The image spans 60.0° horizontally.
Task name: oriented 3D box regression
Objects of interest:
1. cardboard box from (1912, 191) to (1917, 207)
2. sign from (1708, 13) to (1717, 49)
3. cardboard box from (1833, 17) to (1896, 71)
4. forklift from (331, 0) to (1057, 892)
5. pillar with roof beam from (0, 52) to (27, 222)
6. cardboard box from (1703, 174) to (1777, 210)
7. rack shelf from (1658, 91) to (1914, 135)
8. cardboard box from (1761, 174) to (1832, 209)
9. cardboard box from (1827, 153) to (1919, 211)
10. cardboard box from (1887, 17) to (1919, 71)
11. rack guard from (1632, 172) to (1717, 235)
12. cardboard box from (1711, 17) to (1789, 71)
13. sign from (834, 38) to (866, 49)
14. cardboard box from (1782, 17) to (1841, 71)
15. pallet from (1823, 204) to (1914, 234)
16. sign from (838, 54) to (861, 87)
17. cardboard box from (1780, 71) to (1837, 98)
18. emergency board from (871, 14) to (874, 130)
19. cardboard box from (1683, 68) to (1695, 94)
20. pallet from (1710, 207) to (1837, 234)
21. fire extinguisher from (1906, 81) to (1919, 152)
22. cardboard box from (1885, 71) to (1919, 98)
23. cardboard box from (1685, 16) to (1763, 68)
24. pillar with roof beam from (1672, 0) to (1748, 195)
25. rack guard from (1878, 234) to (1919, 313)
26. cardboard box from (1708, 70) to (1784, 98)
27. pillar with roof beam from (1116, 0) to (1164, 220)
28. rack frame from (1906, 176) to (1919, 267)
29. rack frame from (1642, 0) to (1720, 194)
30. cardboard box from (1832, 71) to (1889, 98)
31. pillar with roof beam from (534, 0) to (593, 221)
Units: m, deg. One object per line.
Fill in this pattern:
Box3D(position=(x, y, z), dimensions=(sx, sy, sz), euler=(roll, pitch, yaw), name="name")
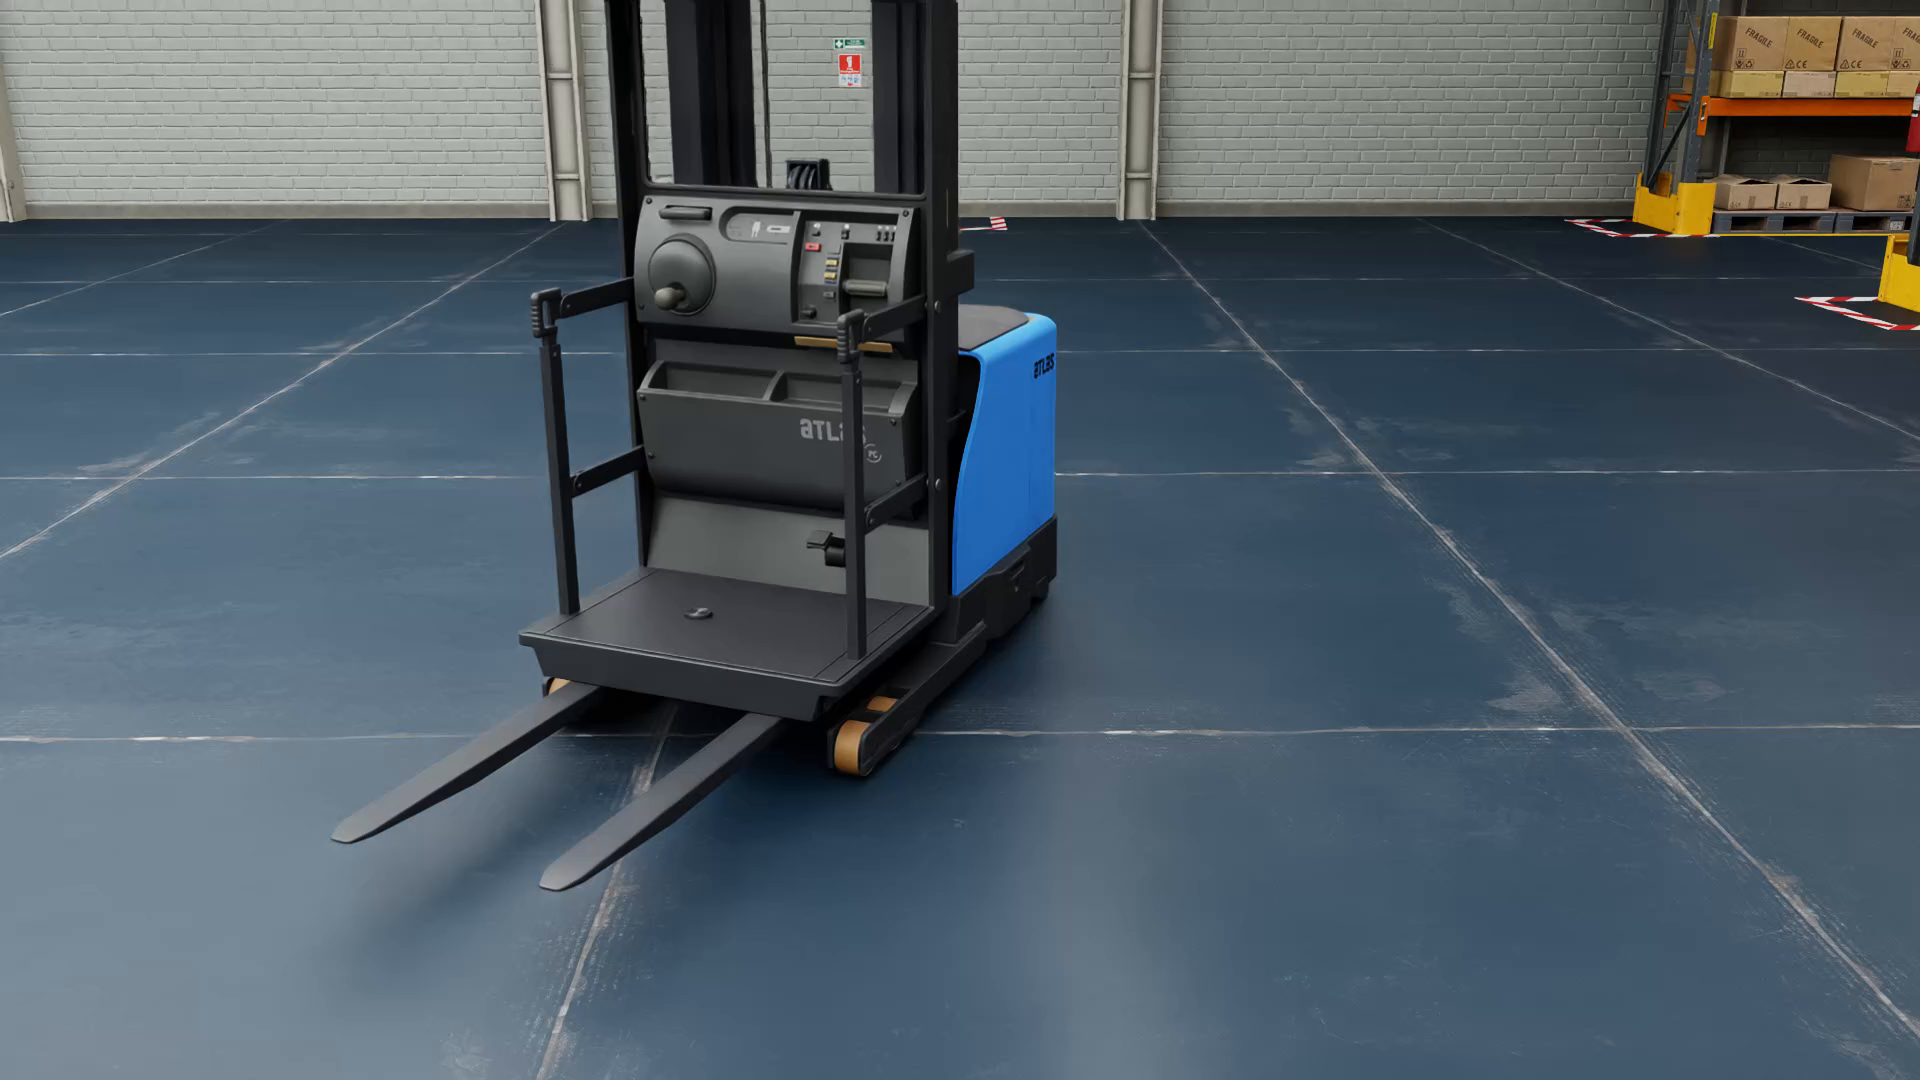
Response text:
Box3D(position=(9.589, -3.496, 16.981), dimensions=(0.250, 0.149, 0.380), euler=(-2, 18, -5), name="cardboard box")
Box3D(position=(7.198, -4.872, 15.909), dimensions=(0.005, 0.325, 0.100), euler=(0, 18, -1), name="sign")
Box3D(position=(8.682, -4.832, 16.184), dimensions=(0.500, 0.500, 0.500), euler=(-1, 18, -3), name="cardboard box")
Box3D(position=(-0.655, -0.846, 4.887), dimensions=(1.130, 2.935, 3.031), euler=(7, 19, 21), name="forklift")
Box3D(position=(-10.055, -6.349, 12.106), dimensions=(0.400, 9.000, 9.100), euler=(0, 18, -1), name="pillar with roof beam")
Box3D(position=(7.882, -3.531, 16.826), dimensions=(0.500, 0.311, 0.500), euler=(-2, 18, -7), name="cardboard box")
Box3D(position=(9.189, -4.293, 16.698), dimensions=(4.000, 0.370, 1.077), euler=(0, 18, -1), name="rack shelf")
Box3D(position=(8.452, -3.534, 16.834), dimensions=(0.500, 0.311, 0.500), euler=(1, 18, 4), name="cardboard box")
Box3D(position=(9.186, -3.612, 16.769), dimensions=(0.500, 0.500, 0.700), euler=(-1, 18, -4), name="cardboard box")
Box3D(position=(9.198, -4.838, 16.203), dimensions=(0.500, 0.500, 0.500), euler=(0, 18, 1), name="cardboard box")
Box3D(position=(7.265, -3.436, 16.941), dimensions=(0.348, 0.500, 1.175), euler=(0, 18, -1), name="rack guard")
Box3D(position=(7.671, -4.832, 16.184), dimensions=(0.500, 0.500, 0.500), euler=(0, 18, -1), name="cardboard box")
Box3D(position=(-1.145, -5.160, 17.296), dimensions=(0.331, 0.109, 0.001), euler=(0, 18, -1), name="sign")
Box3D(position=(8.165, -4.831, 16.182), dimensions=(0.500, 0.500, 0.500), euler=(0, 18, -1), name="cardboard box")
Box3D(position=(9.294, -3.297, 16.979), dimensions=(1.213, 0.211, 1.003), euler=(0, 18, -1), name="pallet")
Box3D(position=(-1.150, -4.910, 17.385), dimensions=(0.234, 0.329, 0.001), euler=(0, 18, -1), name="sign")
Box3D(position=(8.201, -4.476, 16.304), dimensions=(0.500, 0.250, 0.500), euler=(-1, 18, -3), name="cardboard box")
Box3D(position=(-0.596, -4.864, 17.301), dimensions=(0.643, 1.169, 0.194), euler=(0, 18, -1), name="emergency board")
Box3D(position=(7.653, -4.626, 16.769), dimensions=(0.500, 0.250, 0.500), euler=(0, 18, 0), name="cardboard box")
Box3D(position=(8.078, -3.292, 16.963), dimensions=(1.213, 0.211, 1.003), euler=(0, 18, -1), name="pallet")
Box3D(position=(7.145, -3.218, 12.294), dimensions=(0.183, 0.674, 0.296), euler=(0, 18, -1), name="fire extinguisher")
Box3D(position=(9.216, -4.479, 16.311), dimensions=(0.500, 0.250, 0.500), euler=(0, 18, 0), name="cardboard box")
Box3D(position=(7.657, -4.988, 16.672), dimensions=(0.500, 0.500, 0.500), euler=(0, 18, -1), name="cardboard box")
Box3D(position=(7.943, -6.435, 12.377), dimensions=(0.400, 9.000, 9.100), euler=(0, 18, -1), name="pillar with roof beam")
Box3D(position=(7.247, -1.923, 12.223), dimensions=(0.348, 0.500, 1.175), euler=(0, 18, -1), name="rack guard")
Box3D(position=(7.682, -4.469, 16.283), dimensions=(0.500, 0.250, 0.500), euler=(-1, 18, -2), name="cardboard box")
Box3D(position=(1.944, -6.406, 12.286), dimensions=(0.400, 9.000, 9.100), euler=(0, 18, -1), name="pillar with roof beam")
Box3D(position=(7.271, -3.113, 11.841), dimensions=(0.127, 3.000, 1.000), euler=(0, 18, -1), name="rack frame")
Box3D(position=(7.189, -4.626, 16.558), dimensions=(0.127, 3.000, 1.000), euler=(0, 18, -1), name="rack frame")
Box3D(position=(8.710, -4.477, 16.306), dimensions=(0.500, 0.250, 0.500), euler=(-1, 18, -2), name="cardboard box")
Box3D(position=(-4.055, -6.377, 12.196), dimensions=(0.400, 9.000, 9.100), euler=(0, 18, -1), name="pillar with roof beam")
